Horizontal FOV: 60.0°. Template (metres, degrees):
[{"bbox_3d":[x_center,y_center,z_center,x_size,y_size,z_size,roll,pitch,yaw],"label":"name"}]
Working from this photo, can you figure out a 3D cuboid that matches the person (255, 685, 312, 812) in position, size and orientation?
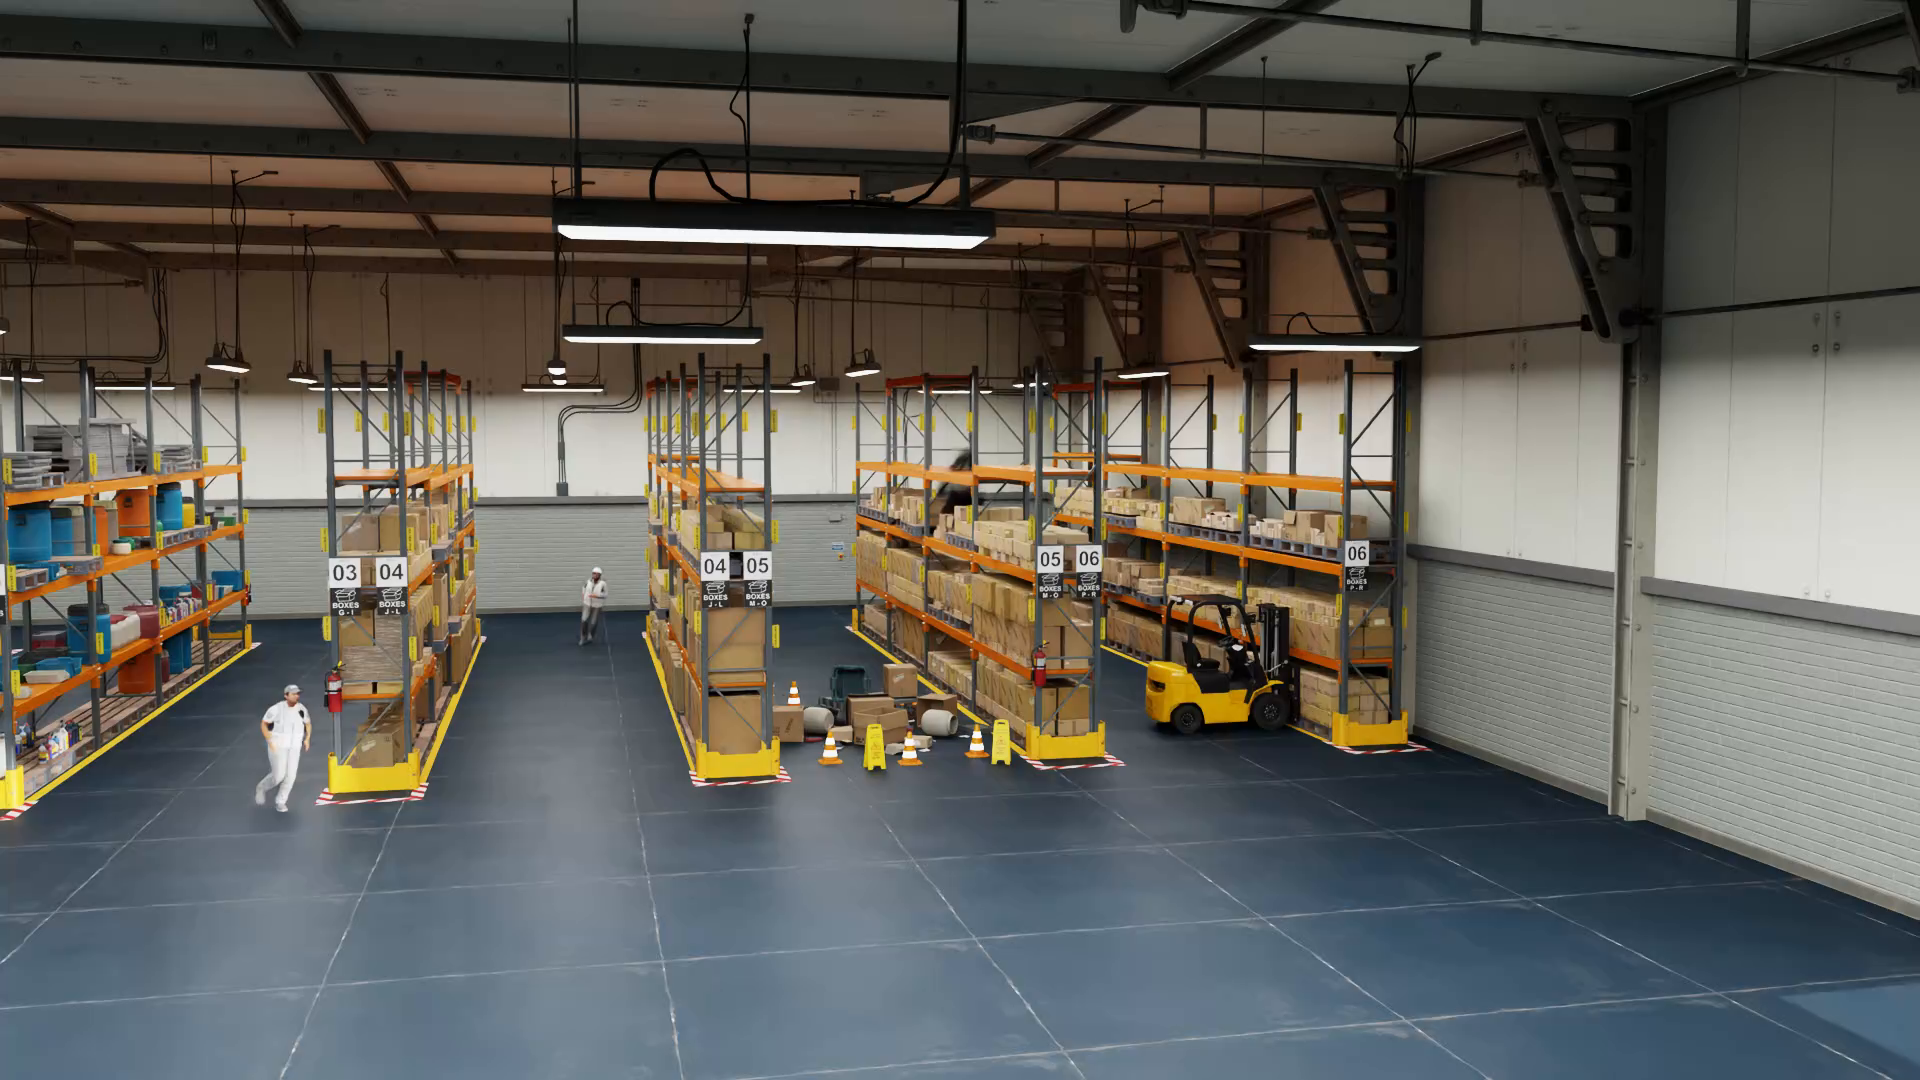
[{"bbox_3d":[-8.800,2.691,21.702,0.546,1.612,0.685,4,5,42],"label":"person"}]

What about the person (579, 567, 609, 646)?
[{"bbox_3d":[-8.314,1.509,37.842,0.681,1.800,0.676,0,4,-1],"label":"person"}]
